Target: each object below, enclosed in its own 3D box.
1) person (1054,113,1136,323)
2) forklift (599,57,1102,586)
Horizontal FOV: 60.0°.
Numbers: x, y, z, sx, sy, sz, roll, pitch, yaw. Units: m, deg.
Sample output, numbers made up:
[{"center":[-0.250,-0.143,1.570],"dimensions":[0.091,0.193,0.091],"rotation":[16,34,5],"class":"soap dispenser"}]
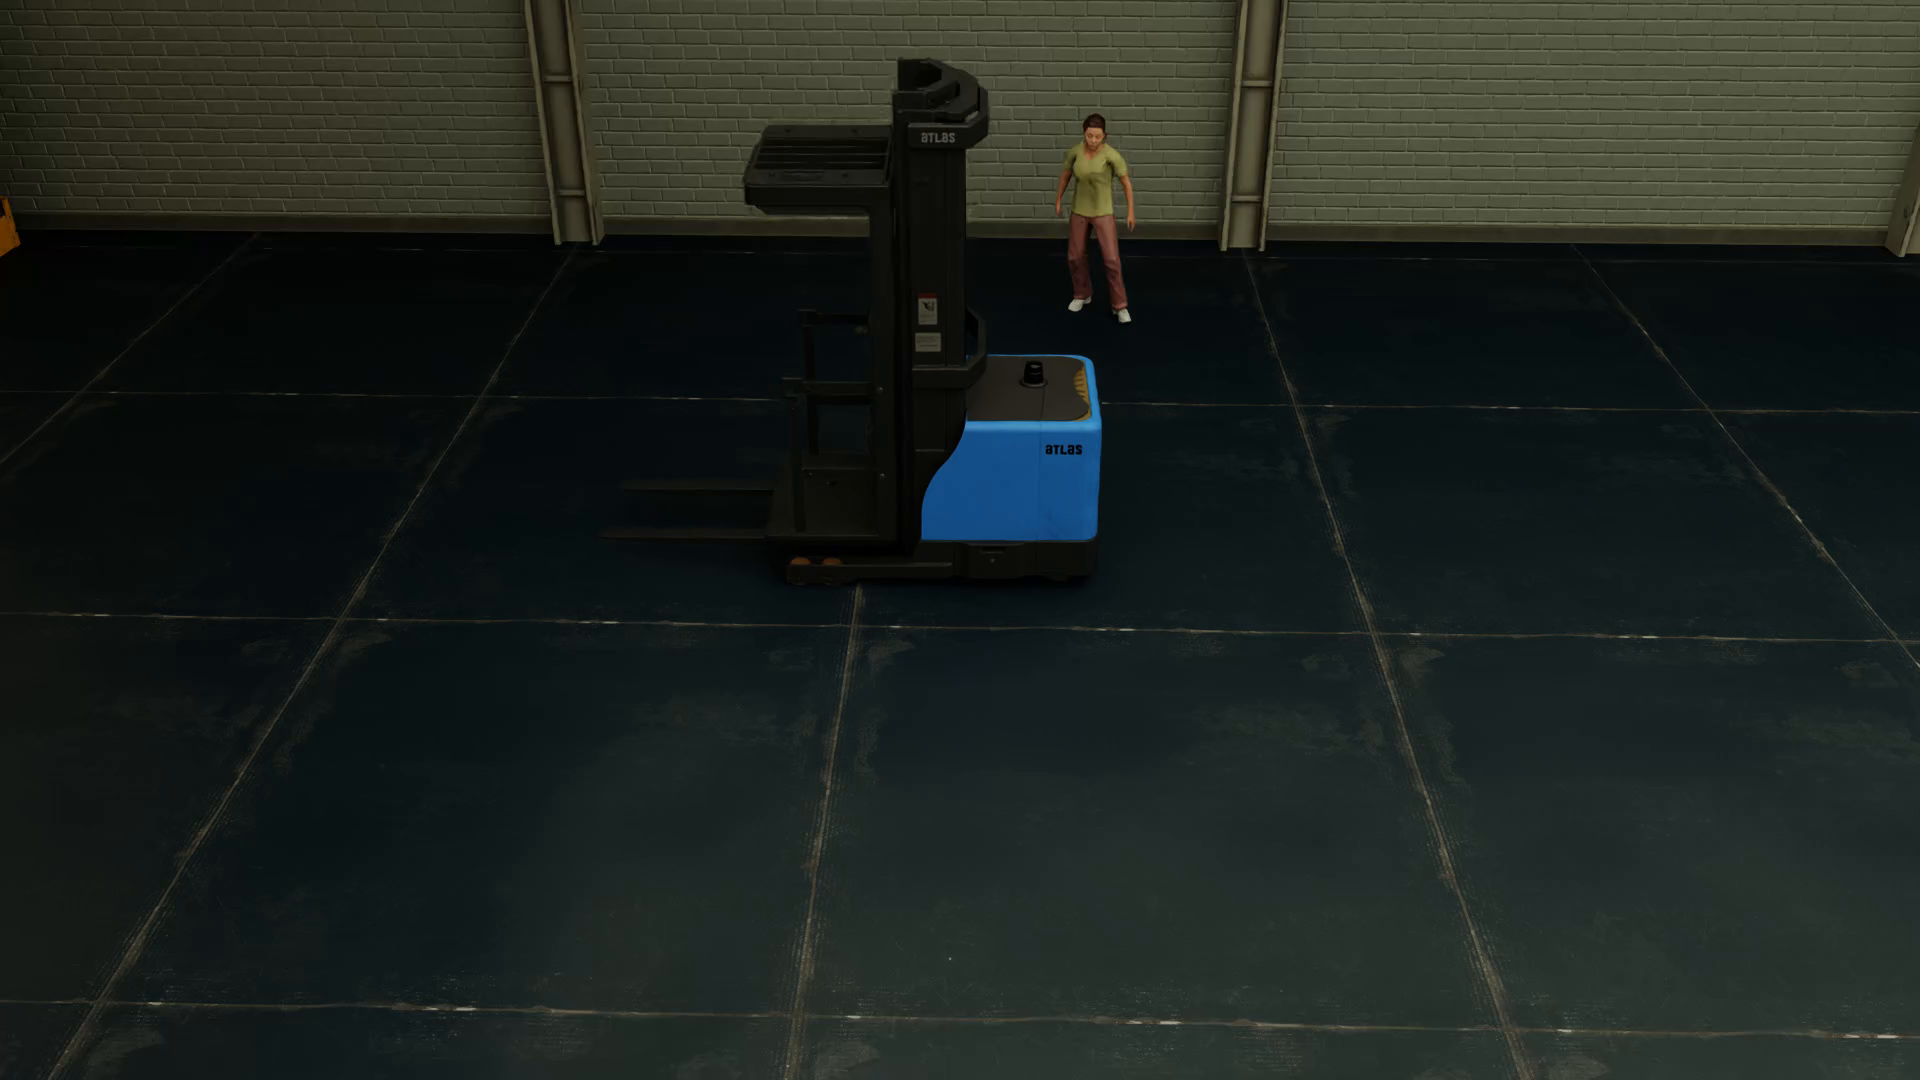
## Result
[{"center":[1.089,-2.604,13.302],"dimensions":[0.772,1.647,0.367],"rotation":[13,33,21],"class":"person"},{"center":[-0.680,-1.256,9.744],"dimensions":[3.031,2.935,1.130],"rotation":[0,31,0],"class":"forklift"}]
